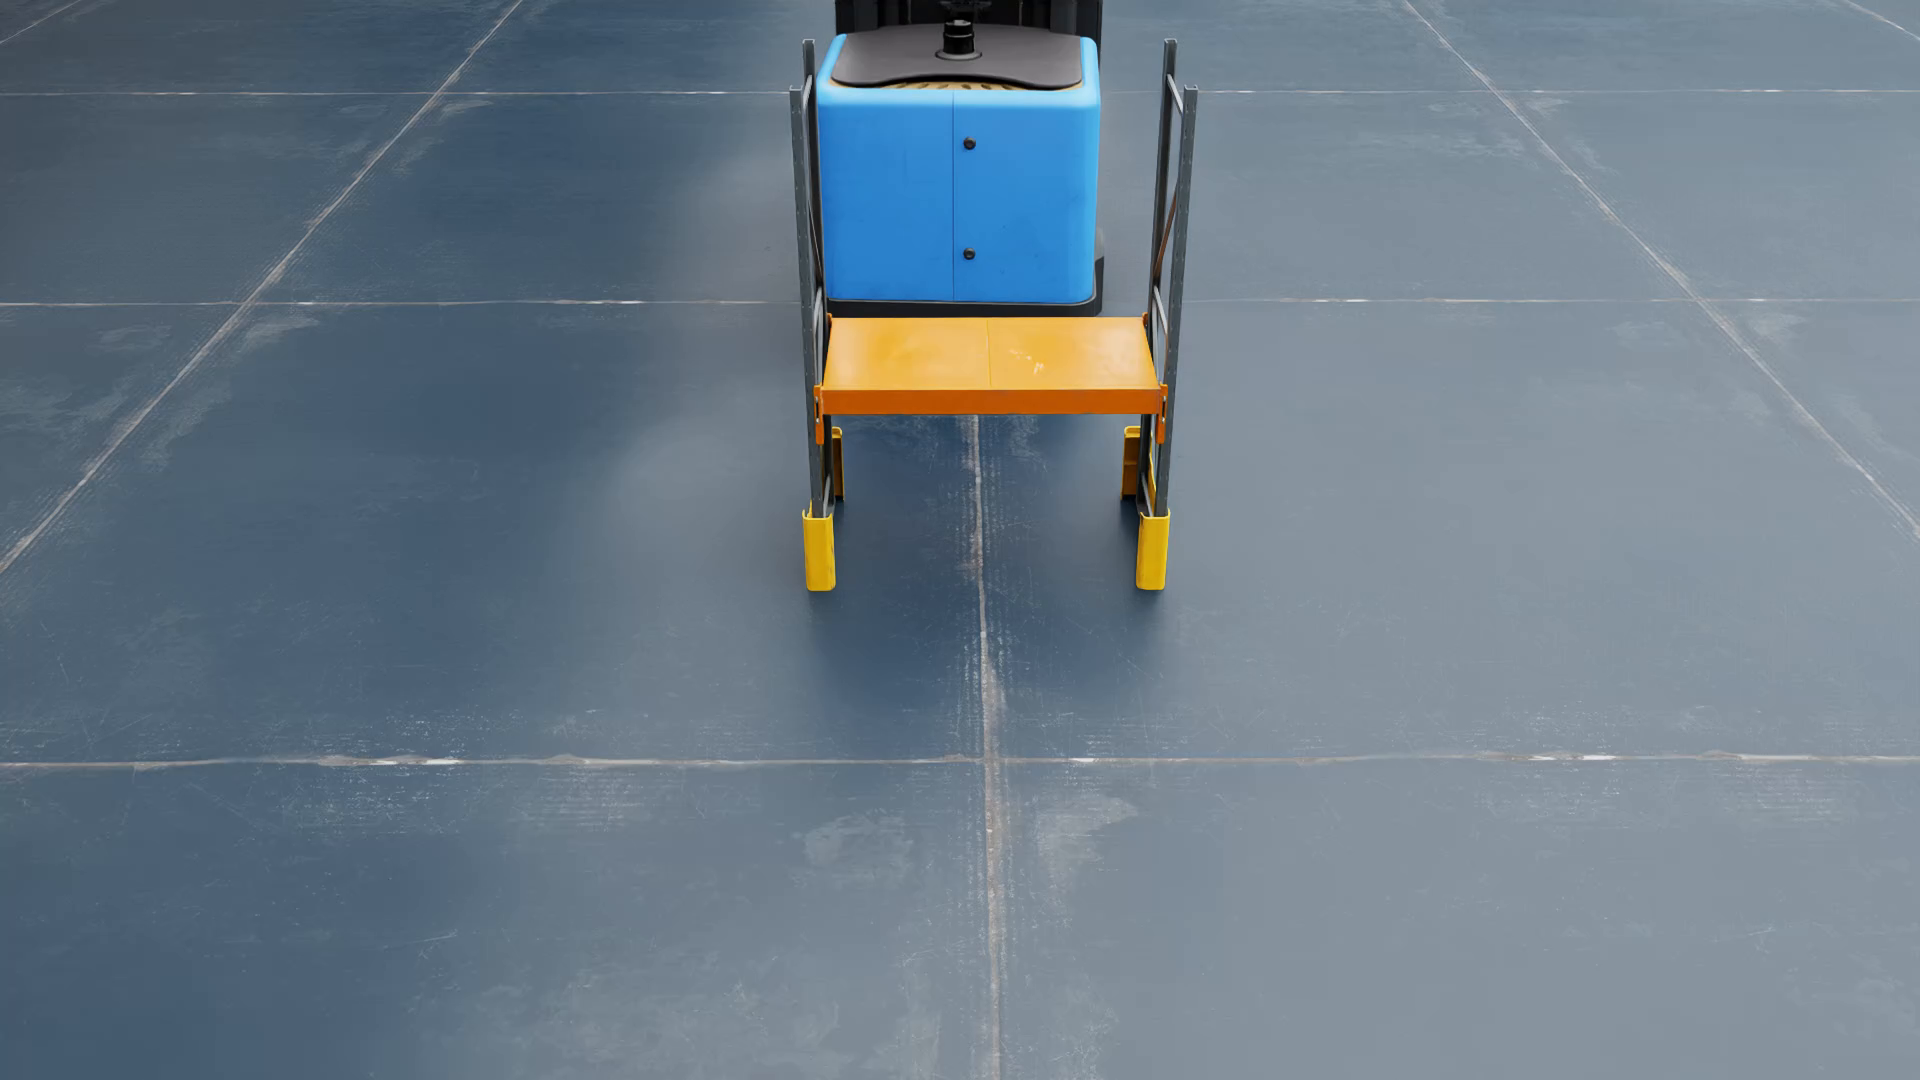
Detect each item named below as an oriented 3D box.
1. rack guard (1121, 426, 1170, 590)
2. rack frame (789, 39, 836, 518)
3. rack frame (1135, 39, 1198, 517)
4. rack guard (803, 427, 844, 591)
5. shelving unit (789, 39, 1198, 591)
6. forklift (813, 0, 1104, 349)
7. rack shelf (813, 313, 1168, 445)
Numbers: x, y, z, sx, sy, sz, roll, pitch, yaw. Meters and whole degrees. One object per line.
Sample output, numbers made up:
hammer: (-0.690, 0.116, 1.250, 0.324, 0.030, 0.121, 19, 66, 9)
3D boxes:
rack guard: (0.574, -0.109, 5.188, 0.087, 0.250, 0.587, 0, 31, 0)
rack frame: (-0.423, -0.640, 4.859, 0.032, 1.500, 0.500, 0, 31, 0)
rack frame: (0.594, -0.643, 4.864, 0.032, 1.500, 0.500, 0, 31, 0)
rack guard: (-0.422, -0.106, 5.183, 0.087, 0.250, 0.587, 0, 31, 0)
shelving unit: (0.076, -0.641, 4.861, 1.083, 1.500, 0.587, 0, 31, 0)
forklift: (0.049, -2.639, 6.774, 1.130, 2.935, 3.031, 1, 31, 2)
rack shelf: (0.085, -0.488, 4.955, 1.000, 0.185, 0.538, 0, 31, 0)
